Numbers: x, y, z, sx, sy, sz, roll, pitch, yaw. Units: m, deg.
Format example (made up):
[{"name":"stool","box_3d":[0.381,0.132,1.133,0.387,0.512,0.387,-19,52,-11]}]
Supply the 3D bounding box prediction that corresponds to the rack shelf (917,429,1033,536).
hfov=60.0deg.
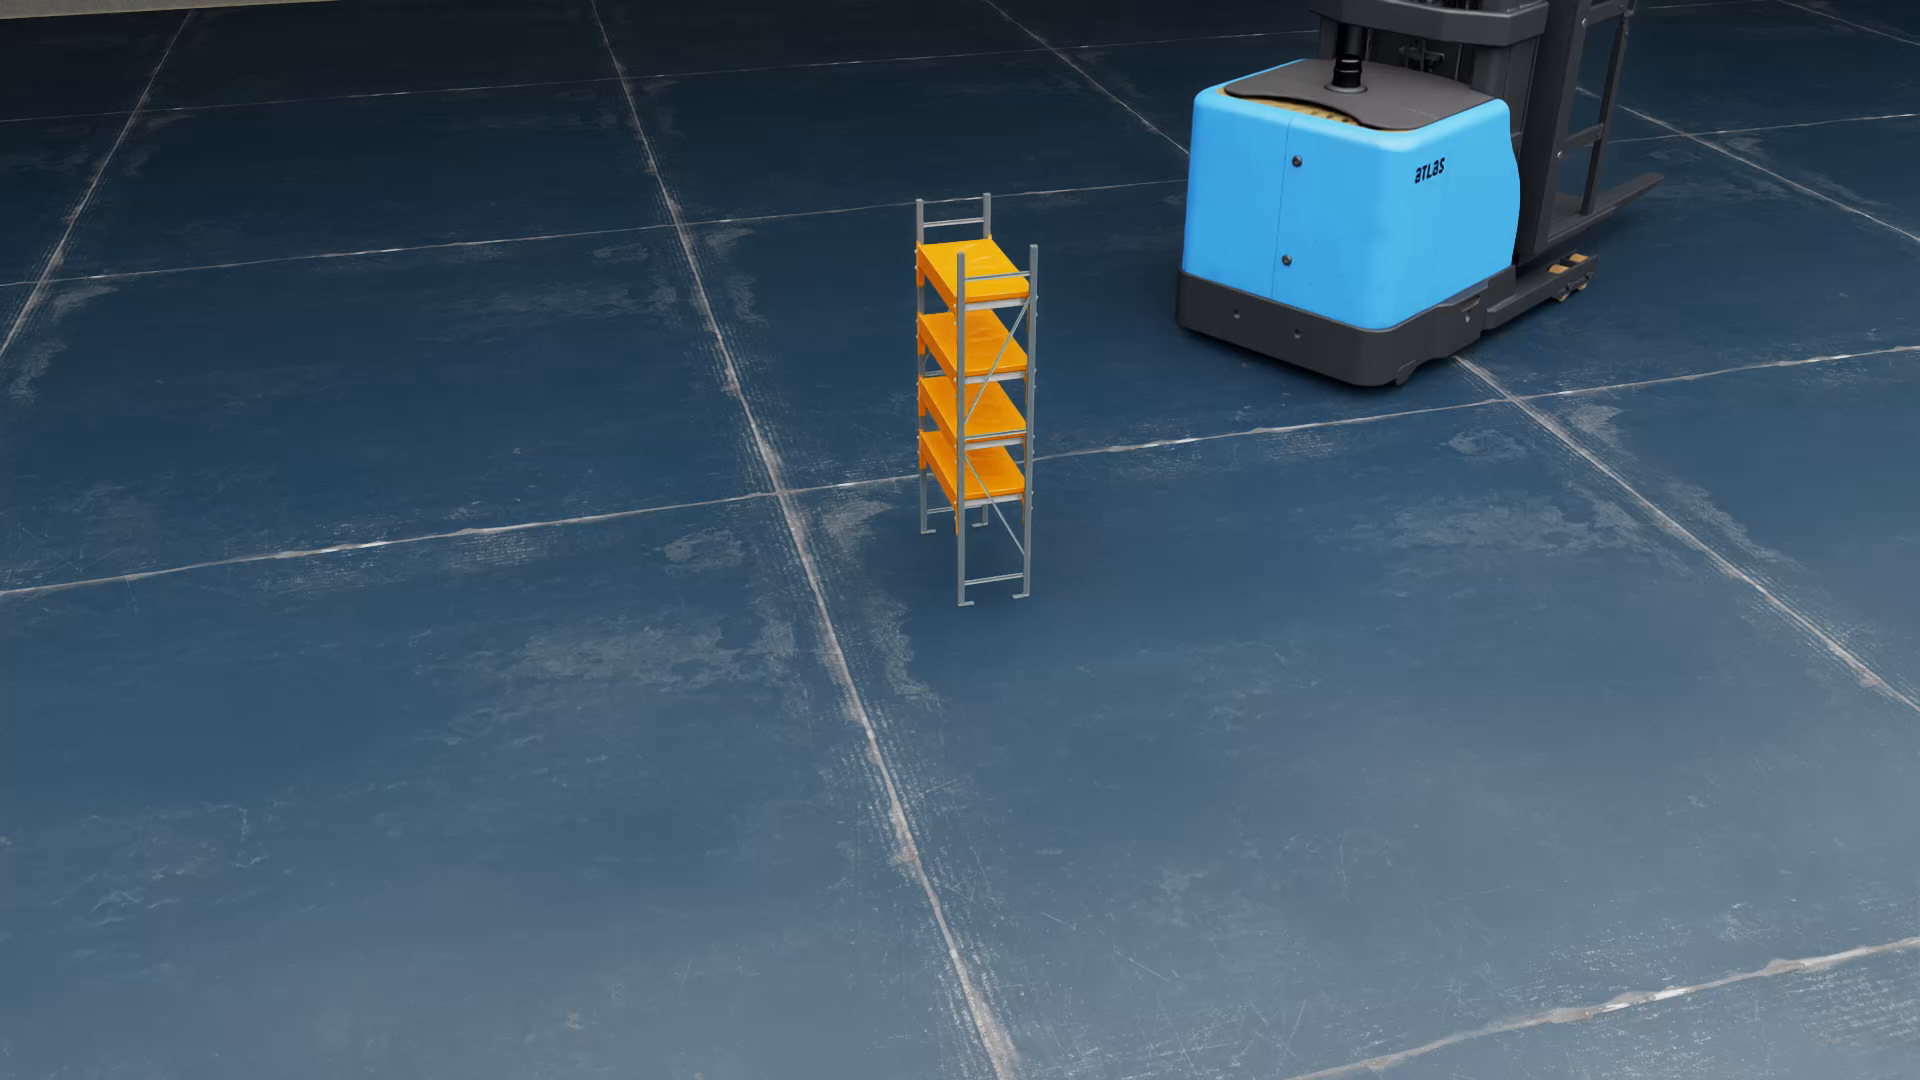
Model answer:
[{"name":"rack shelf","box_3d":[0.044,-0.209,5.444,0.258,0.148,0.480,-8,31,-13]}]

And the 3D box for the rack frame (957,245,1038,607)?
[{"name":"rack frame","box_3d":[0.109,-0.321,5.108,0.240,1.200,0.015,-8,31,-13]}]

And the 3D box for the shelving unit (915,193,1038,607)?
[{"name":"shelving unit","box_3d":[0.044,-0.439,5.311,0.258,1.200,0.503,-8,31,-13]}]

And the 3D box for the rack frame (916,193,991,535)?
[{"name":"rack frame","box_3d":[-0.021,-0.557,5.515,0.240,1.200,0.015,-8,31,-13]}]

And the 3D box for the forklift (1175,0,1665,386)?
[{"name":"forklift","box_3d":[2.328,-2.525,7.187,1.130,2.935,3.031,26,39,37]}]

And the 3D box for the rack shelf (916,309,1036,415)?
[{"name":"rack shelf","box_3d":[0.044,-0.575,5.233,0.258,0.148,0.480,-8,31,-13]}]

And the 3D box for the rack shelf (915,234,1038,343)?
[{"name":"rack shelf","box_3d":[0.044,-0.779,5.114,0.258,0.148,0.480,-8,31,-13]}]

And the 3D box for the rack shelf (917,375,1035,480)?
[{"name":"rack shelf","box_3d":[0.044,-0.381,5.345,0.258,0.148,0.480,-8,31,-13]}]
